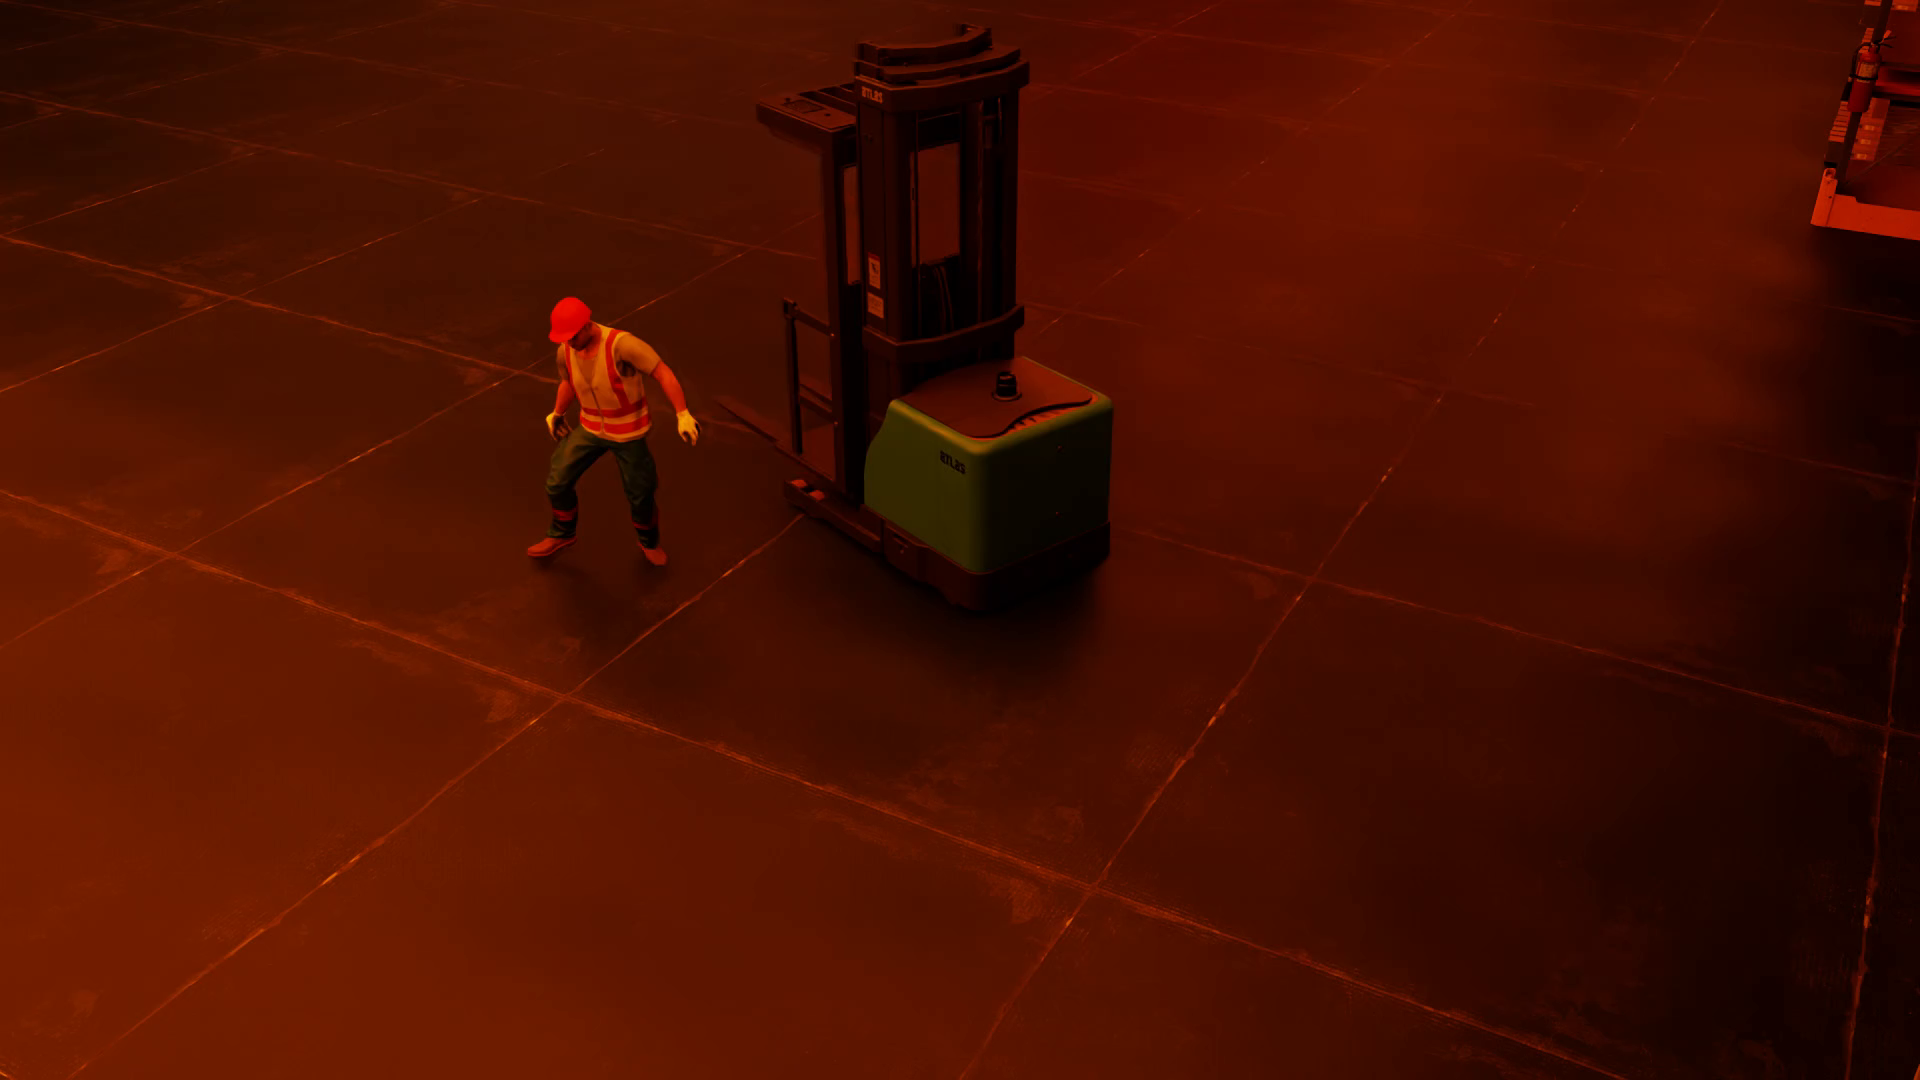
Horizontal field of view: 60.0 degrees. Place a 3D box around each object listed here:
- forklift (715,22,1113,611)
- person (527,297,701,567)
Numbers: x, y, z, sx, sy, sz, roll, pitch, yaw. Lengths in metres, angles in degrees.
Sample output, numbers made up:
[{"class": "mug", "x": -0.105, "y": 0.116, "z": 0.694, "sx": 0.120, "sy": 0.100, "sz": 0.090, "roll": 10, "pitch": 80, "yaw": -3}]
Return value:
[{"class": "forklift", "x": -0.445, "y": -1.546, "z": 9.750, "sx": 1.130, "sy": 2.935, "sz": 3.031, "roll": -22, "pitch": 37, "yaw": -33}, {"class": "person", "x": -1.973, "y": -0.583, "z": 9.342, "sx": 1.122, "sy": 1.719, "sz": 0.527, "roll": 8, "pitch": 31, "yaw": 14}]
